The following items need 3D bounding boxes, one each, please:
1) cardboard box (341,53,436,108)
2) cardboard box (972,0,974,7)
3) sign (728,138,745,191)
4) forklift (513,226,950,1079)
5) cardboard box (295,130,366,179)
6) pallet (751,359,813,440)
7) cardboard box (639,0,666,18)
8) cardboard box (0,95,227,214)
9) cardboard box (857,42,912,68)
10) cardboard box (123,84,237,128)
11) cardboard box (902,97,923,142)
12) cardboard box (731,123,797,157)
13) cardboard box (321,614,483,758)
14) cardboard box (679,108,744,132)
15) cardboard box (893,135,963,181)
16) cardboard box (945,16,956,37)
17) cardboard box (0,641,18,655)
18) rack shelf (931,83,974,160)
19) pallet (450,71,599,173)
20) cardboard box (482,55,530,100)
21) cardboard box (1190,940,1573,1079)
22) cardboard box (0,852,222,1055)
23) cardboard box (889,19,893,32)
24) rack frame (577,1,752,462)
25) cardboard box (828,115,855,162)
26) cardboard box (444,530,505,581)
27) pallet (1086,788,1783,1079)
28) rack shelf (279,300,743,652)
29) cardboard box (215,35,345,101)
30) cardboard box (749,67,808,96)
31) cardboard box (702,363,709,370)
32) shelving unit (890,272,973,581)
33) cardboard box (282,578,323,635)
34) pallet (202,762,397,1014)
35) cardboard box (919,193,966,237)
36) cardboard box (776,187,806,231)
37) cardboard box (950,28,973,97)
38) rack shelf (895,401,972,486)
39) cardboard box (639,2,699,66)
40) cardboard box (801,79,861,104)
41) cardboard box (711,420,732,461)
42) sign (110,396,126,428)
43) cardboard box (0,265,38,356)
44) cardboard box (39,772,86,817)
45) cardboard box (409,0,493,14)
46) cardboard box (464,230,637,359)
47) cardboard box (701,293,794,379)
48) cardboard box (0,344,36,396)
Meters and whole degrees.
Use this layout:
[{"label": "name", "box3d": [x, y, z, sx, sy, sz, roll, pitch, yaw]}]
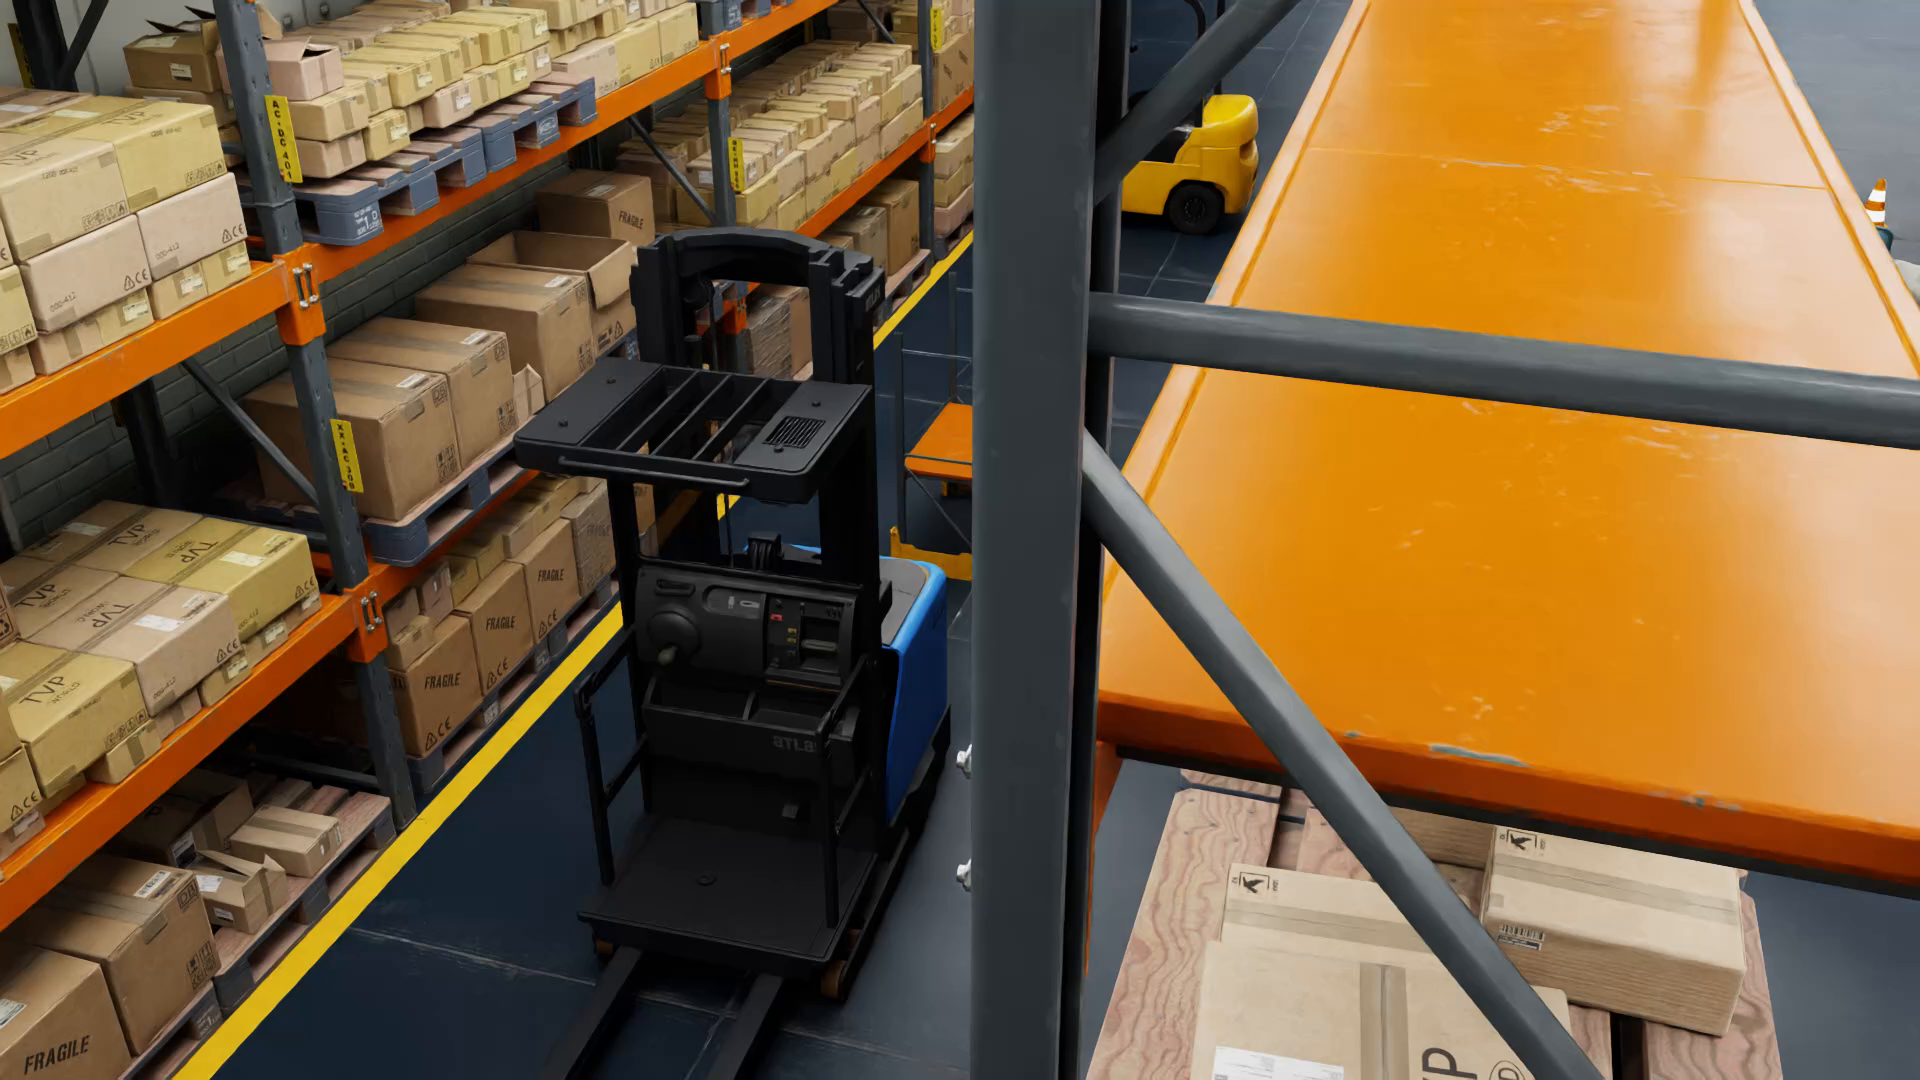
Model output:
[{"label": "cardboard box", "box3d": [-2.436, -1.924, 6.956, 0.380, 0.149, 0.250, 8, 30, 14]}, {"label": "cardboard box", "box3d": [-0.062, -4.808, 14.732, 0.380, 0.149, 0.250, 8, 30, 14]}, {"label": "sign", "box3d": [-1.372, -2.301, 10.192, 0.100, 0.325, 0.005, 8, 30, 15]}, {"label": "forklift", "box3d": [-0.922, 0.400, 6.517, 1.130, 2.935, 3.031, 7, 30, 13]}, {"label": "cardboard box", "box3d": [-2.600, -1.554, 6.597, 0.380, 0.149, 0.250, 9, 30, 16]}, {"label": "pallet", "box3d": [-1.615, -1.061, 11.941, 1.003, 0.211, 1.213, 8, 30, 15]}, {"label": "cardboard box", "box3d": [-1.862, -3.006, 9.226, 0.380, 0.149, 0.250, 8, 30, 14]}, {"label": "cardboard box", "box3d": [-2.986, -1.369, 5.874, 0.500, 0.250, 0.500, 9, 30, 15]}, {"label": "cardboard box", "box3d": [-0.608, -3.899, 13.402, 0.380, 0.149, 0.250, 10, 30, 17]}, {"label": "cardboard box", "box3d": [-3.091, -1.758, 6.657, 0.380, 0.149, 0.250, 8, 30, 14]}, {"label": "cardboard box", "box3d": [-0.617, -3.425, 13.475, 0.500, 0.250, 0.500, 9, 30, 16]}, {"label": "cardboard box", "box3d": [-1.326, -2.707, 11.260, 0.380, 0.149, 0.250, 9, 30, 15]}, {"label": "cardboard box", "box3d": [-2.711, 0.672, 8.096, 0.500, 0.500, 0.500, 10, 31, 17]}, {"label": "cardboard box", "box3d": [-1.731, -2.894, 11.596, 0.380, 0.149, 0.250, 8, 30, 15]}, {"label": "cardboard box", "box3d": [-0.278, -3.361, 14.574, 0.500, 0.250, 0.500, 8, 30, 14]}, {"label": "cardboard box", "box3d": [-0.250, -4.445, 14.385, 0.380, 0.149, 0.250, 8, 30, 15]}, {"label": "cardboard box", "box3d": [-3.765, 0.557, 6.012, 0.500, 0.250, 0.500, 9, 30, 16]}, {"label": "rack shelf", "box3d": [-0.132, -4.377, 15.772, 1.077, 0.370, 4.000, 8, 30, 15]}, {"label": "pallet", "box3d": [-2.508, -2.048, 7.954, 1.213, 0.211, 1.003, 8, 30, 15]}, {"label": "cardboard box", "box3d": [-2.219, -2.146, 7.660, 0.380, 0.149, 0.250, 9, 30, 16]}, {"label": "cardboard box", "box3d": [0.550, 0.827, 2.212, 0.500, 0.250, 0.500, 6, 30, 10]}, {"label": "cardboard box", "box3d": [-3.379, 1.579, 6.466, 0.700, 0.500, 0.500, 7, 30, 13]}, {"label": "cardboard box", "box3d": [-0.745, -4.518, 14.516, 0.380, 0.149, 0.250, 9, 30, 16]}, {"label": "rack frame", "box3d": [-1.894, -1.903, 10.585, 1.000, 3.000, 0.127, 8, 30, 15]}, {"label": "cardboard box", "box3d": [-1.085, -2.941, 12.092, 0.500, 0.250, 0.500, 9, 30, 16]}, {"label": "cardboard box", "box3d": [-2.569, 0.063, 8.524, 0.380, 0.149, 0.250, 8, 30, 14]}, {"label": "pallet", "box3d": [0.712, 0.903, 2.547, 1.003, 0.211, 1.213, 8, 30, 15]}, {"label": "rack shelf", "box3d": [-2.481, -0.659, 9.089, 1.077, 0.370, 4.000, 8, 30, 15]}, {"label": "cardboard box", "box3d": [-2.646, -1.873, 6.438, 0.396, 0.266, 0.258, 8, 30, 14]}, {"label": "cardboard box", "box3d": [-1.383, -3.489, 12.667, 0.380, 0.149, 0.250, 8, 30, 15]}, {"label": "cardboard box", "box3d": [-1.796, -1.012, 10.455, 0.380, 0.149, 0.250, 7, 30, 12]}, {"label": "shelving unit", "box3d": [0.022, -0.691, 9.949, 0.587, 1.500, 1.083, 8, 30, 15]}, {"label": "cardboard box", "box3d": [-2.920, 0.250, 6.973, 0.380, 0.149, 0.250, 9, 30, 16]}, {"label": "pallet", "box3d": [-3.270, 1.494, 7.348, 1.003, 0.211, 1.213, 8, 30, 15]}, {"label": "cardboard box", "box3d": [-0.261, -2.921, 14.812, 0.500, 0.250, 0.500, 9, 30, 15]}, {"label": "cardboard box", "box3d": [-1.377, -2.242, 11.348, 0.500, 0.250, 0.500, 8, 30, 14]}, {"label": "cardboard box", "box3d": [-0.203, -4.219, 14.645, 0.500, 0.500, 0.500, 9, 30, 16]}, {"label": "rack shelf", "box3d": [0.025, -0.538, 10.044, 0.538, 0.185, 1.000, 8, 30, 15]}, {"label": "cardboard box", "box3d": [-1.812, -2.875, 9.401, 0.500, 0.250, 0.500, 7, 30, 13]}, {"label": "cardboard box", "box3d": [-0.954, -3.300, 12.327, 0.380, 0.149, 0.250, 9, 30, 15]}, {"label": "cardboard box", "box3d": [-1.812, -0.767, 10.682, 0.500, 0.500, 0.500, 9, 30, 16]}, {"label": "sign", "box3d": [-3.599, -0.628, 7.101, 0.100, 0.325, 0.005, 8, 30, 15]}, {"label": "cardboard box", "box3d": [-3.274, -0.680, 5.149, 0.500, 0.250, 0.500, 9, 30, 16]}, {"label": "cardboard box", "box3d": [-3.362, 0.843, 5.907, 0.380, 0.149, 0.250, 9, 30, 16]}, {"label": "cardboard box", "box3d": [-2.580, -2.723, 8.413, 0.380, 0.149, 0.250, 8, 30, 15]}, {"label": "cardboard box", "box3d": [-2.196, -1.347, 9.047, 0.797, 0.503, 0.637, 8, 30, 14]}, {"label": "cardboard box", "box3d": [-1.697, -1.337, 11.578, 0.875, 0.625, 0.625, 9, 30, 16]}, {"label": "cardboard box", "box3d": [-3.236, -0.565, 5.354, 0.380, 0.149, 0.250, 10, 30, 17]}]
